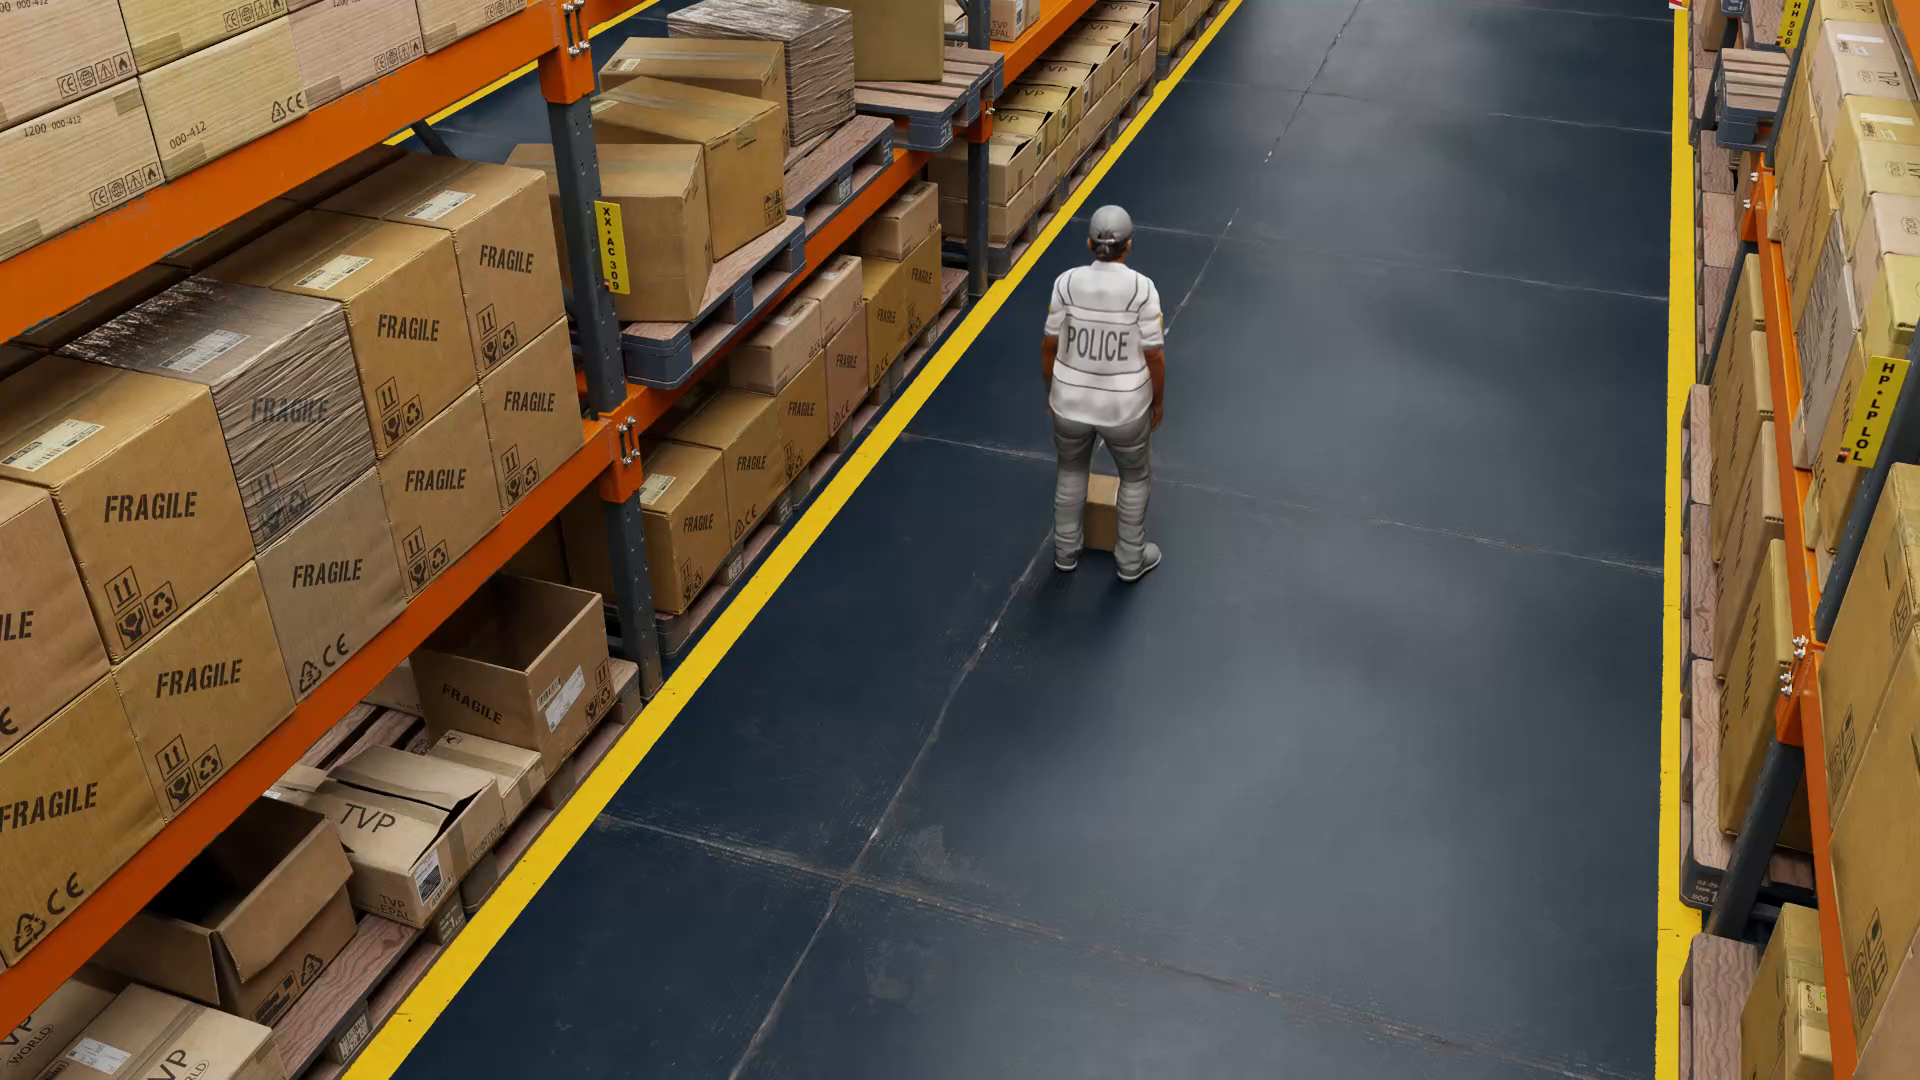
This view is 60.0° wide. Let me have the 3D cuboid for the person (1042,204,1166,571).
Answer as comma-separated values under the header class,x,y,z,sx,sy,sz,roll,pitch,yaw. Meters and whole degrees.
class,x,y,z,sx,sy,sz,roll,pitch,yaw
person,0.610,-0.630,7.029,0.527,1.600,0.473,11,35,16
